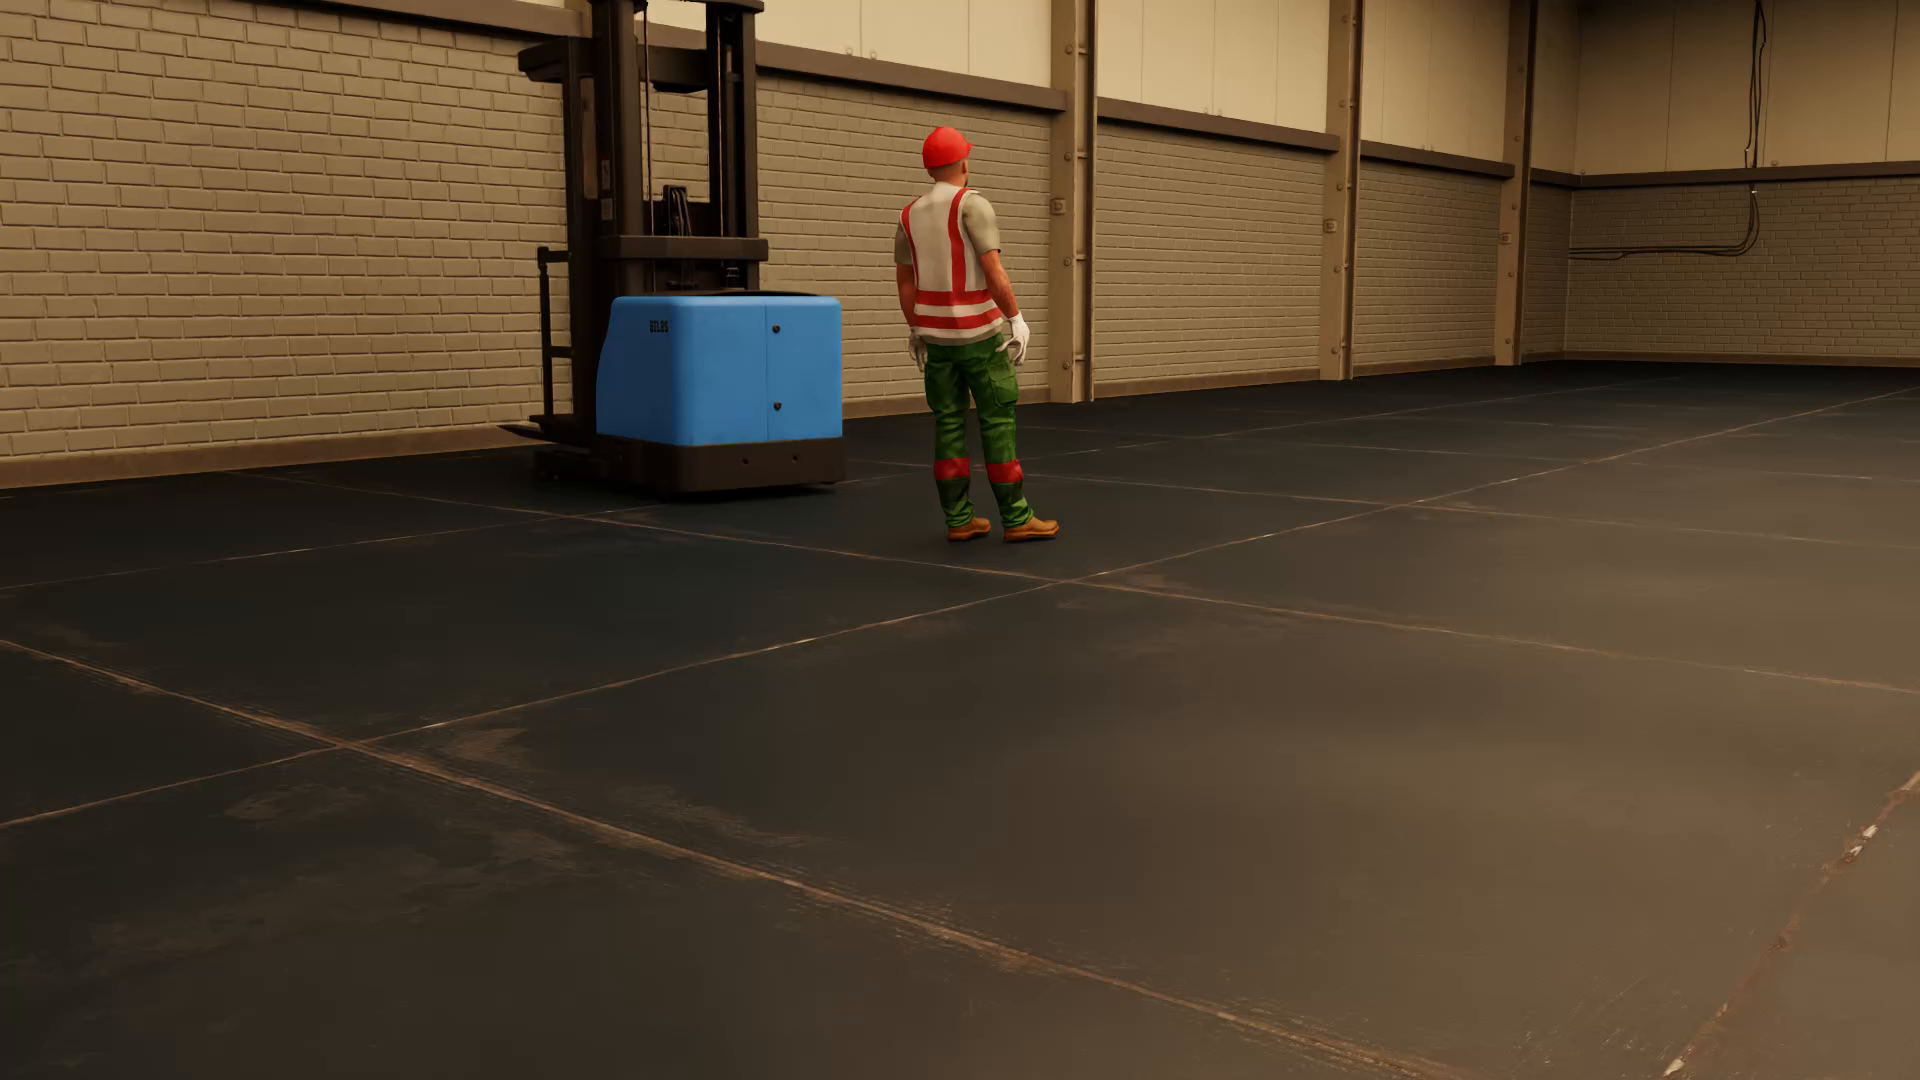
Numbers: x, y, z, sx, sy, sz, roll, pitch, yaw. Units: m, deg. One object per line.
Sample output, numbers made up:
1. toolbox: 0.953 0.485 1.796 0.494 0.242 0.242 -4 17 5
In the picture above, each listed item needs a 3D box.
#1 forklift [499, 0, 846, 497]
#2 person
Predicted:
1. forklift: -1.903 -1.842 9.868 1.130 2.935 3.031 -6 10 -36
2. person: 0.059 -0.900 7.330 0.638 1.789 0.562 7 11 38
